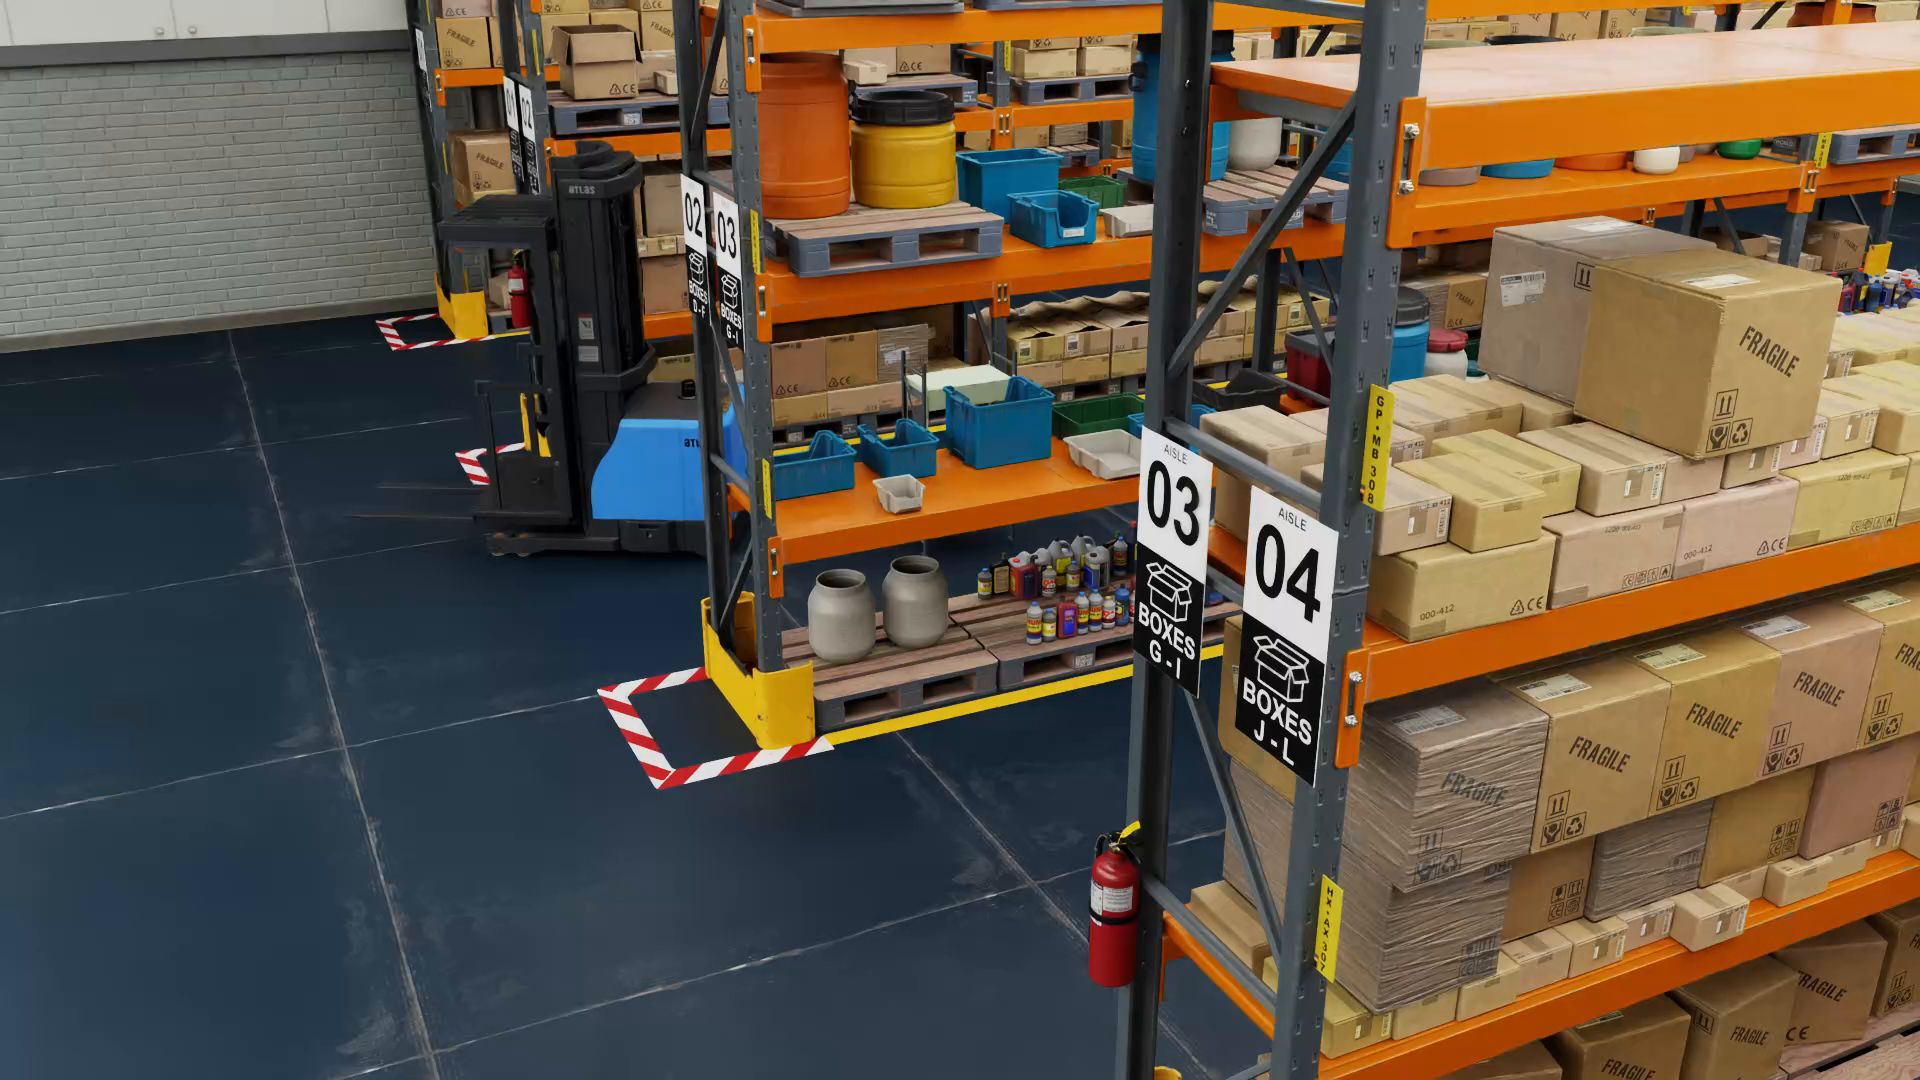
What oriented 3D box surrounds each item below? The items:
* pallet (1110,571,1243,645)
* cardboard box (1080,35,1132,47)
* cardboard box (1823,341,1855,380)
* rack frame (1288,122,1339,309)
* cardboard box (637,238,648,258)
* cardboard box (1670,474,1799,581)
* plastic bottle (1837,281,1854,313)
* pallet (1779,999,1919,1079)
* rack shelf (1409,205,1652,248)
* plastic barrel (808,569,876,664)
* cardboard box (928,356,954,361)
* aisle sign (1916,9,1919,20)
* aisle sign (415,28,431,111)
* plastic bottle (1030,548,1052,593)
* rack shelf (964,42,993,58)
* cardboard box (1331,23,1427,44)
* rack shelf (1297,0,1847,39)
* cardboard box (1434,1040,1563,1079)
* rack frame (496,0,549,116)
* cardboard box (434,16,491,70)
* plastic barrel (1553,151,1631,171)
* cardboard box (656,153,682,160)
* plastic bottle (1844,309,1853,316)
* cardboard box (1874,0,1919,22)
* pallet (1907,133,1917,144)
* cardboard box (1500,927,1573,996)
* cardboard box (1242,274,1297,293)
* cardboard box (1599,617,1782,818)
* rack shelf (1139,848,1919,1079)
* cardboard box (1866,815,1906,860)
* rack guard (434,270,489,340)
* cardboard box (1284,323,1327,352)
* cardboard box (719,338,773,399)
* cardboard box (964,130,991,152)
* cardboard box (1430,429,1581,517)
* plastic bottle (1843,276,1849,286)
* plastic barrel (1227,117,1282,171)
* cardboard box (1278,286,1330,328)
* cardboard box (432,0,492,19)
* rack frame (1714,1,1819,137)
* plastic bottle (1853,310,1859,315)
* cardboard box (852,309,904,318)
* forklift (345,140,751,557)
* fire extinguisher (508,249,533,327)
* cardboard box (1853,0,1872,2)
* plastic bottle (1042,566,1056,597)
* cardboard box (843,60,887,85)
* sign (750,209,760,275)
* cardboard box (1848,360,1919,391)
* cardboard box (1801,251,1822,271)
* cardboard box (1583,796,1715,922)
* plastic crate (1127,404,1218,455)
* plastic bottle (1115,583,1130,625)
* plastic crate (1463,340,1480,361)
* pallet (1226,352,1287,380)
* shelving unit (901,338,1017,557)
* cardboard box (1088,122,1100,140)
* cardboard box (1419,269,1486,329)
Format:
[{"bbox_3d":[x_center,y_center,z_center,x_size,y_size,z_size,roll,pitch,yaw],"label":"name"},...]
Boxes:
[{"bbox_3d":[1.685,0.378,11.561,1.213,0.211,1.003,-10,25,-24],"label":"pallet"},{"bbox_3d":[1.239,-4.764,15.081,0.500,0.500,0.500,-8,24,-19],"label":"cardboard box"},{"bbox_3d":[3.085,-0.679,6.221,0.250,0.149,0.380,-11,25,-25],"label":"cardboard box"},{"bbox_3d":[3.767,-3.379,16.991,0.127,3.000,1.000,-10,25,-24],"label":"rack frame"},{"bbox_3d":[-2.758,-2.433,13.728,0.250,0.149,0.380,-11,25,-25],"label":"cardboard box"},{"bbox_3d":[2.308,-0.113,5.376,0.500,0.250,0.500,-11,25,-24],"label":"cardboard box"},{"bbox_3d":[7.350,-2.002,13.817,0.133,0.283,0.061,-10,25,-24],"label":"plastic bottle"},{"bbox_3d":[3.866,2.111,7.374,1.213,0.211,1.003,-10,25,-24],"label":"pallet"},{"bbox_3d":[5.569,-3.378,17.930,4.000,0.370,1.077,-10,25,-24],"label":"rack shelf"},{"bbox_3d":[-0.737,0.476,10.383,0.421,0.512,0.421,0,22,0],"label":"plastic barrel"},{"bbox_3d":[-0.386,-1.667,15.900,0.500,0.250,0.500,-10,25,-24],"label":"cardboard box"},{"bbox_3d":[11.170,-5.813,19.472,0.004,0.787,0.394,-10,25,-24],"label":"aisle sign"},{"bbox_3d":[-5.528,-4.844,17.132,0.004,0.787,0.394,-10,25,-24],"label":"aisle sign"},{"bbox_3d":[0.532,0.200,11.331,0.135,0.276,0.152,-11,25,-25],"label":"plastic bottle"},{"bbox_3d":[-0.187,-5.807,19.876,4.000,0.370,1.077,-10,25,-24],"label":"rack shelf"},{"bbox_3d":[4.146,-4.895,16.601,0.500,0.500,0.910,-10,25,-24],"label":"cardboard box"},{"bbox_3d":[4.110,-3.594,11.131,4.000,0.370,1.077,-10,25,-24],"label":"rack shelf"},{"bbox_3d":[1.945,2.115,6.438,0.500,0.500,0.500,-4,23,-10],"label":"cardboard box"},{"bbox_3d":[-3.441,-4.824,12.638,0.127,3.000,1.000,-10,25,-24],"label":"rack frame"},{"bbox_3d":[-5.183,-5.169,17.237,0.500,0.500,0.500,-10,24,-22],"label":"cardboard box"},{"bbox_3d":[4.489,-3.086,11.799,0.708,0.830,0.600,-10,25,-24],"label":"plastic barrel"},{"bbox_3d":[-3.186,-4.359,18.548,0.500,0.500,0.500,-11,25,-25],"label":"cardboard box"},{"bbox_3d":[6.949,-1.680,13.054,0.097,0.271,0.097,0,22,0],"label":"plastic bottle"},{"bbox_3d":[10.623,-6.080,19.138,0.500,0.250,0.500,-10,25,-24],"label":"cardboard box"},{"bbox_3d":[7.832,-3.281,13.078,1.213,0.211,1.003,-10,25,-24],"label":"pallet"},{"bbox_3d":[1.894,1.394,5.789,0.250,0.149,0.380,-10,25,-24],"label":"cardboard box"},{"bbox_3d":[3.168,-2.576,17.364,0.500,0.311,0.500,-10,24,-22],"label":"cardboard box"},{"bbox_3d":[2.369,0.556,5.658,0.500,0.500,0.500,-10,25,-24],"label":"cardboard box"},{"bbox_3d":[2.654,1.363,6.475,4.000,0.370,1.077,-10,25,-24],"label":"rack shelf"},{"bbox_3d":[3.450,1.087,6.530,0.250,0.149,0.380,-10,25,-24],"label":"cardboard box"},{"bbox_3d":[-5.525,-2.616,18.416,0.348,0.500,1.175,-10,25,-24],"label":"rack guard"},{"bbox_3d":[3.399,-2.131,17.023,0.500,0.250,0.500,-10,24,-22],"label":"cardboard box"},{"bbox_3d":[-1.967,-1.505,14.530,0.500,0.500,0.500,-10,25,-24],"label":"cardboard box"},{"bbox_3d":[0.083,-5.039,20.296,0.500,0.500,0.700,-10,25,-24],"label":"cardboard box"},{"bbox_3d":[1.650,-0.198,5.060,0.250,0.149,0.380,-11,25,-25],"label":"cardboard box"},{"bbox_3d":[7.408,-2.074,13.991,0.133,0.283,0.061,-10,25,-24],"label":"plastic bottle"},{"bbox_3d":[1.835,-2.636,10.578,0.421,0.512,0.421,0,22,0],"label":"plastic barrel"},{"bbox_3d":[3.402,-2.390,16.914,0.500,0.311,0.500,-10,24,-22],"label":"cardboard box"},{"bbox_3d":[-5.141,-5.642,17.072,0.500,0.500,0.500,-12,26,-27],"label":"cardboard box"},{"bbox_3d":[5.912,-4.443,11.718,0.127,3.000,1.000,-10,25,-24],"label":"rack frame"},{"bbox_3d":[7.000,-1.661,12.993,0.133,0.283,0.061,-10,25,-24],"label":"plastic bottle"},{"bbox_3d":[-0.838,-1.931,15.558,0.500,0.500,0.500,-10,25,-24],"label":"cardboard box"},{"bbox_3d":[-3.141,-1.431,12.375,3.031,2.935,1.130,1,23,3],"label":"forklift"},{"bbox_3d":[-3.749,-2.157,14.139,0.183,0.674,0.296,-10,25,-24],"label":"fire extinguisher"},{"bbox_3d":[10.033,-6.455,19.063,0.500,0.500,0.700,-10,25,-24],"label":"cardboard box"},{"bbox_3d":[0.603,0.274,11.249,0.097,0.201,0.097,0,22,0],"label":"plastic bottle"},{"bbox_3d":[-0.805,-3.950,14.044,0.250,0.149,0.380,-10,25,-24],"label":"cardboard box"},{"bbox_3d":[-1.062,-1.544,8.625,0.005,0.325,0.100,-10,25,-24],"label":"sign"},{"bbox_3d":[3.317,-0.492,5.769,0.250,0.149,0.380,-9,24,-22],"label":"cardboard box"},{"bbox_3d":[10.189,-3.389,20.144,0.250,0.166,0.380,-10,25,-24],"label":"cardboard box"},{"bbox_3d":[2.227,0.905,6.122,0.500,0.500,0.875,-10,25,-24],"label":"cardboard box"},{"bbox_3d":[1.428,-0.662,10.621,0.616,0.251,0.499,-10,25,-24],"label":"plastic crate"},{"bbox_3d":[1.054,0.413,10.823,0.097,0.271,0.097,0,22,0],"label":"plastic bottle"},{"bbox_3d":[3.755,-1.296,12.236,0.662,0.188,0.450,-10,25,-24],"label":"plastic crate"},{"bbox_3d":[3.008,-1.967,17.227,1.213,0.211,1.003,-10,25,-24],"label":"pallet"},{"bbox_3d":[-0.006,-0.692,12.460,0.755,1.500,0.431,-10,25,-24],"label":"shelving unit"},{"bbox_3d":[1.927,-5.448,21.443,0.500,0.500,0.500,-10,25,-23],"label":"cardboard box"},{"bbox_3d":[5.225,-2.574,17.741,0.500,0.500,0.500,-11,25,-24],"label":"cardboard box"}]
